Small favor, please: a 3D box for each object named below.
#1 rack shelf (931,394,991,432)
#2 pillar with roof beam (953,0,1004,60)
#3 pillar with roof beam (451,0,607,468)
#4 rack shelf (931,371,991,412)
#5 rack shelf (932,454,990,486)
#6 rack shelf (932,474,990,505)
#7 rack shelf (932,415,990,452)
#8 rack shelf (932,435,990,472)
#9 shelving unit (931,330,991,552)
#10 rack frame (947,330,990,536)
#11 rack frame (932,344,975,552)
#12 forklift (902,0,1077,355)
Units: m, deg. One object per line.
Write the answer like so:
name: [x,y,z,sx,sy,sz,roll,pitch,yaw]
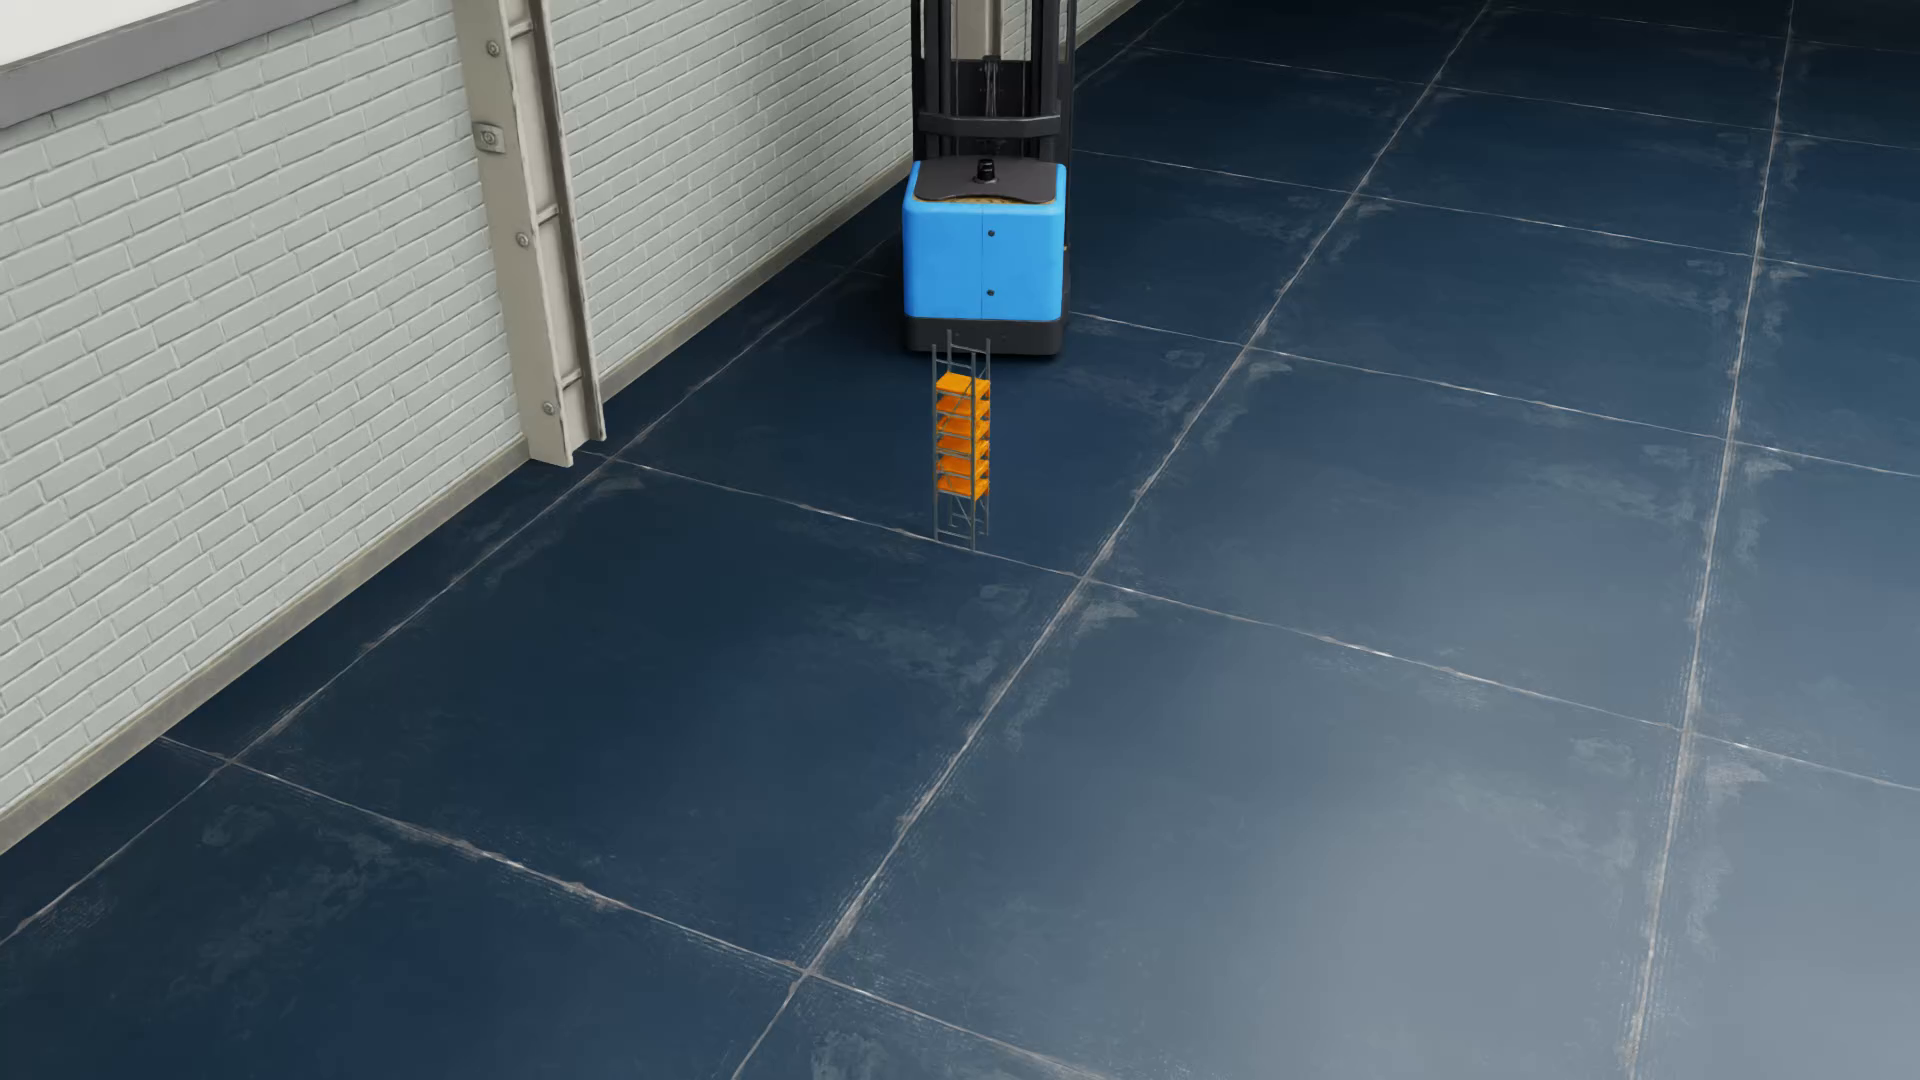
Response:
rack shelf: [0.006,-0.673,8.693,0.258,0.103,0.180,14,36,20]
pillar with roof beam: [4.064,-6.321,10.552,9.100,9.000,0.400,14,36,20]
pillar with roof beam: [1.553,-3.333,5.995,9.100,9.000,0.400,14,36,20]
rack shelf: [0.006,-0.773,8.627,0.258,0.103,0.180,14,36,20]
rack shelf: [0.006,-0.371,8.891,0.258,0.103,0.180,14,36,20]
rack shelf: [0.006,-0.271,8.956,0.258,0.103,0.180,14,36,20]
rack shelf: [0.006,-0.572,8.759,0.258,0.103,0.180,14,36,20]
rack shelf: [0.006,-0.472,8.825,0.258,0.103,0.180,14,36,20]
shelving unit: [0.006,-0.509,8.800,0.258,1.200,0.189,14,36,20]
rack frame: [0.044,-0.555,8.870,0.240,1.200,0.006,14,36,20]
rack frame: [-0.032,-0.463,8.731,0.240,1.200,0.006,14,36,20]
forklift: [0.238,-3.212,11.344,1.130,2.935,3.031,2,33,3]
